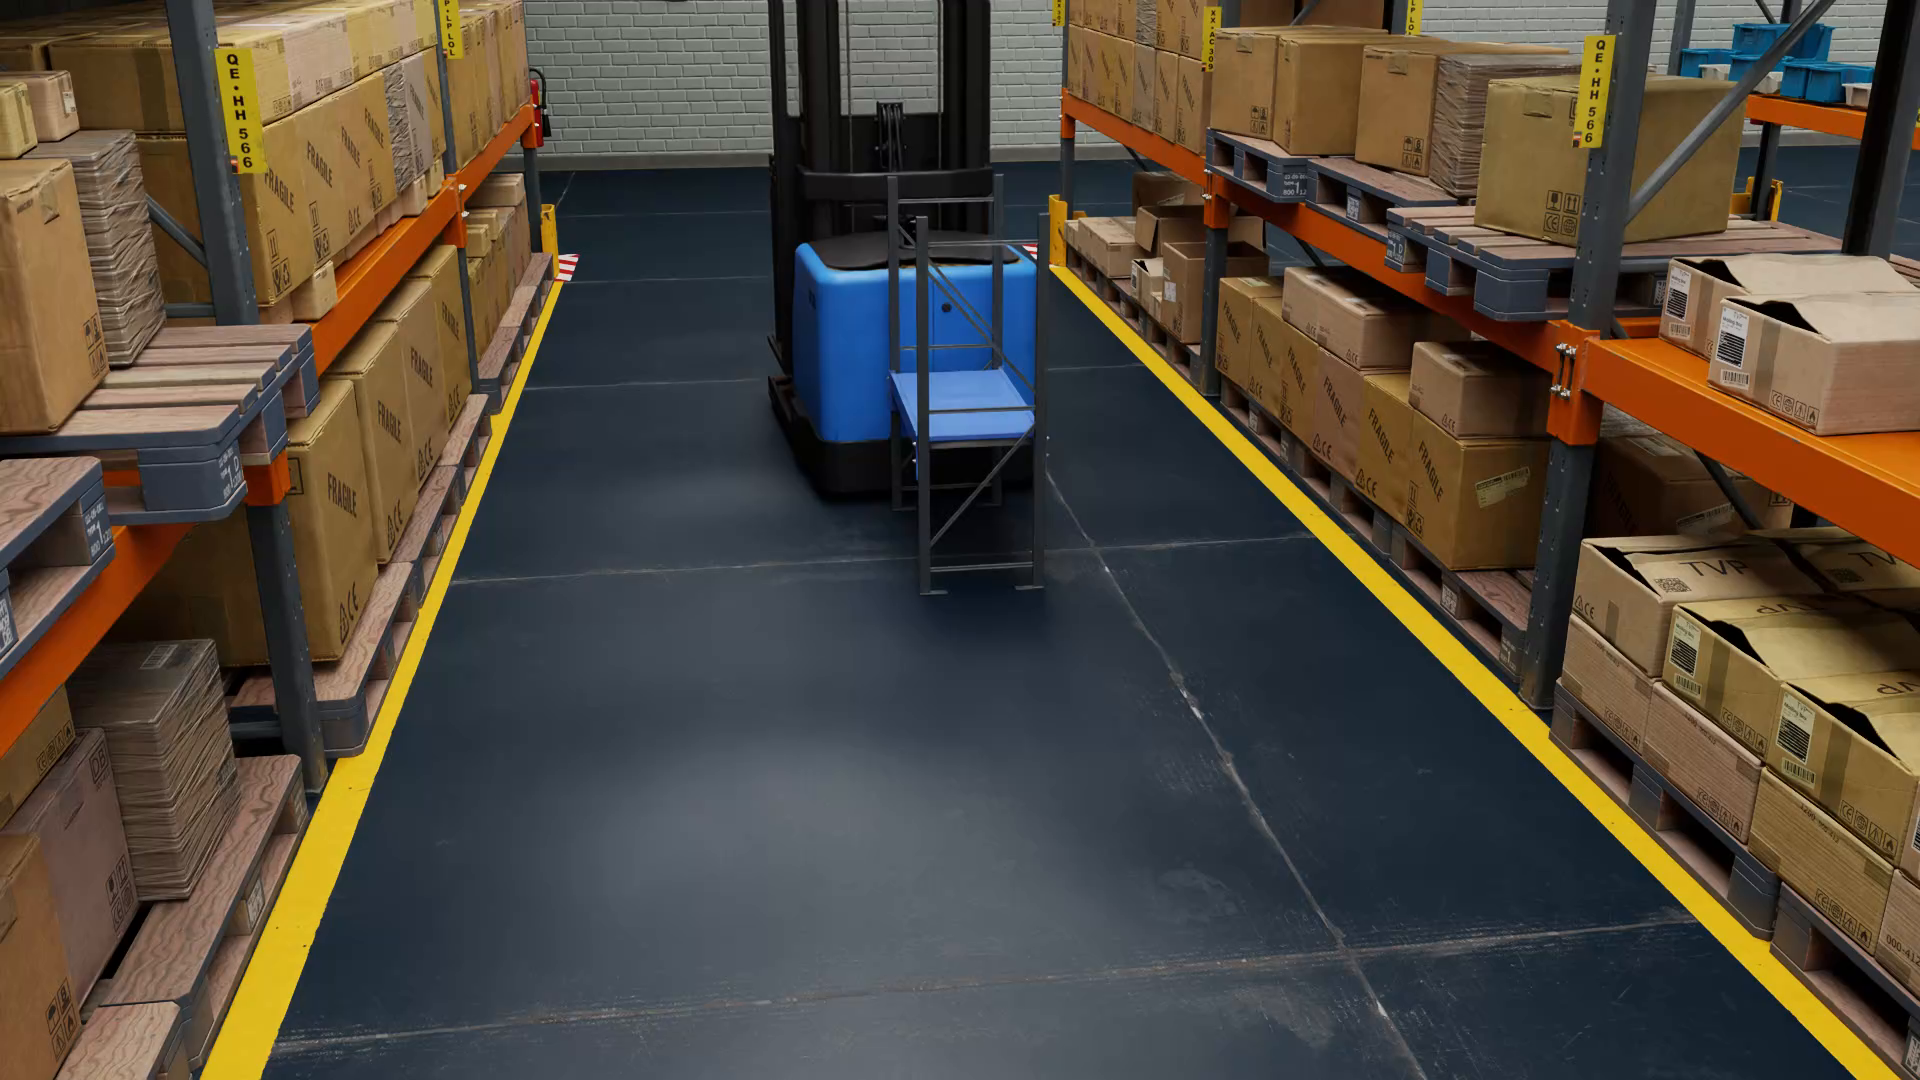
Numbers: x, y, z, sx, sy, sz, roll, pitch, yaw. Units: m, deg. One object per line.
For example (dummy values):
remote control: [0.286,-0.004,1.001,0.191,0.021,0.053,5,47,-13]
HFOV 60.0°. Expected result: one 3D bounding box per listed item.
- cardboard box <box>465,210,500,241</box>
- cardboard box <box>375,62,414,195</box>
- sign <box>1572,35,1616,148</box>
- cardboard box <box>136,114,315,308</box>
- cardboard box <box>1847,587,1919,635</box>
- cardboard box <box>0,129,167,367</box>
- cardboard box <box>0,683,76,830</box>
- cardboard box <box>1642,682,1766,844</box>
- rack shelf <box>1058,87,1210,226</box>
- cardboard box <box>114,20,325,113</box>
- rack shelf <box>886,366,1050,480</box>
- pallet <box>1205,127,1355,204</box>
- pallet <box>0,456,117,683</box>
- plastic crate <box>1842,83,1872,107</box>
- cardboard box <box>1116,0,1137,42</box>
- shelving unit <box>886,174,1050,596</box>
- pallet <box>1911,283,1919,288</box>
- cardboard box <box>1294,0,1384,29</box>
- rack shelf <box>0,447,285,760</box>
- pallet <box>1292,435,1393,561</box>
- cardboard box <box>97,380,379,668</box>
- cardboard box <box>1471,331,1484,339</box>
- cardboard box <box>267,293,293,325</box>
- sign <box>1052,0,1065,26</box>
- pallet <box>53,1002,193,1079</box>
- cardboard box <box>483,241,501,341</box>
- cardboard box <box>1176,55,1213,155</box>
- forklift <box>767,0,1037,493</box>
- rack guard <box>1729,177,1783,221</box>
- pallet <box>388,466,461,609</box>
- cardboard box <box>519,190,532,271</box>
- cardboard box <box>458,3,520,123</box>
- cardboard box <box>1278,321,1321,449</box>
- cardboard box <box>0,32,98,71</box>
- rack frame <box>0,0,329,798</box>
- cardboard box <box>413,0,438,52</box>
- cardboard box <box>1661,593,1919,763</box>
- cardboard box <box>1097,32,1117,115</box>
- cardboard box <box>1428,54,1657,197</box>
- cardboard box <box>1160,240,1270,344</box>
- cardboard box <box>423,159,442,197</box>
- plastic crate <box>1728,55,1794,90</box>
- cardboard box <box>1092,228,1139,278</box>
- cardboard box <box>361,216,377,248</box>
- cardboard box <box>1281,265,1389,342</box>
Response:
cardboard box: [-2.995,-1.901,10.064,0.380,0.149,0.250,-4,21,-9]
cardboard box: [-2.581,-1.697,6.875,0.500,0.500,0.500,-3,21,-8]
sign: [1.898,-1.340,4.974,0.100,0.325,0.005,-3,21,-8]
cardboard box: [-2.285,-0.990,4.984,0.500,0.500,0.500,-2,21,-6]
cardboard box: [2.834,0.312,4.621,0.500,0.311,0.500,-3,21,-9]
cardboard box: [-2.390,-0.704,4.044,0.700,0.500,0.500,-5,21,-14]
cardboard box: [-2.292,0.447,3.604,0.500,0.250,0.500,-3,21,-7]
cardboard box: [2.292,0.597,4.661,0.500,0.250,0.500,-3,21,-9]
rack shelf: [1.569,-2.605,10.933,1.077,0.370,4.000,-3,21,-8]
cardboard box: [-2.356,-1.517,5.322,0.500,0.250,0.500,-3,21,-9]
rack shelf: [0.012,-0.505,6.938,0.538,0.185,1.000,-3,21,-8]
pallet: [1.864,-1.878,8.231,1.003,0.211,1.213,-3,21,-8]
pallet: [-2.142,0.159,2.776,1.003,0.211,1.213,-3,21,-8]
plastic crate: [6.211,-2.991,11.228,0.293,0.136,0.466,-3,21,-8]
cardboard box: [1.308,-3.453,10.603,0.500,0.500,0.500,-3,21,-8]
shelving unit: [0.012,-0.673,6.875,0.538,1.500,1.048,-3,21,-8]
pallet: [6.615,-1.445,10.783,1.003,0.211,1.213,-3,21,-8]
cardboard box: [2.068,-2.942,9.235,0.500,0.500,0.500,-2,21,-6]
rack shelf: [-2.179,0.416,2.844,1.077,0.370,4.000,-3,21,-8]
pallet: [2.191,-0.240,7.558,1.003,0.211,1.213,-3,21,-8]
cardboard box: [-2.444,-0.065,5.574,0.750,0.750,0.750,-3,21,-8]
cardboard box: [2.347,-0.783,7.970,0.500,0.500,0.500,-3,21,-7]
cardboard box: [-2.314,-0.719,5.184,0.380,0.149,0.250,-3,21,-7]
sign: [0.744,-4.013,12.436,0.100,0.325,0.005,-3,21,-8]
pallet: [-2.184,1.385,3.207,1.003,0.211,1.213,-3,21,-8]
cardboard box: [-3.120,-1.463,9.818,0.700,0.500,0.500,-3,21,-8]
cardboard box: [1.531,-2.457,9.364,0.500,0.500,0.500,-3,21,-7]
forklift: [-0.444,-2.070,8.570,1.130,2.935,3.031,-4,21,-12]
rack guard: [6.166,-2.720,13.784,1.175,0.500,0.348,-3,21,-8]
pallet: [-2.679,-0.006,6.930,1.003,0.211,1.213,-3,21,-8]
cardboard box: [-3.421,-2.172,11.717,0.700,0.500,0.500,-3,21,-8]
cardboard box: [-3.422,-3.097,10.792,0.980,0.700,0.700,-3,21,-8]
cardboard box: [1.838,-0.748,7.875,0.500,0.500,0.500,-3,21,-7]
cardboard box: [-2.790,-1.305,4.754,0.500,0.250,0.500,-2,21,-6]
rack frame: [-2.468,-0.614,4.572,1.000,3.000,0.127,-3,21,-8]
cardboard box: [-2.724,-2.397,7.678,0.500,0.250,0.500,-2,21,-6]
cardboard box: [2.303,0.341,4.543,0.500,0.311,0.500,-3,21,-9]
cardboard box: [1.233,-3.162,11.253,0.500,0.500,0.500,-3,21,-8]
cardboard box: [2.288,-1.647,6.596,0.700,0.500,0.500,1,20,2]
cardboard box: [1.494,-1.468,9.803,0.500,0.500,0.500,-3,21,-8]
cardboard box: [-2.656,-1.701,7.815,0.380,0.149,0.250,-3,21,-7]
plastic crate: [5.987,-3.503,12.461,0.416,0.233,0.300,-3,21,-8]
cardboard box: [1.222,-2.004,11.596,0.500,0.250,0.500,-3,21,-8]
cardboard box: [-2.549,-1.253,6.614,0.380,0.149,0.250,-2,21,-6]
cardboard box: [1.830,-1.110,7.774,0.500,0.250,0.500,-3,21,-8]
